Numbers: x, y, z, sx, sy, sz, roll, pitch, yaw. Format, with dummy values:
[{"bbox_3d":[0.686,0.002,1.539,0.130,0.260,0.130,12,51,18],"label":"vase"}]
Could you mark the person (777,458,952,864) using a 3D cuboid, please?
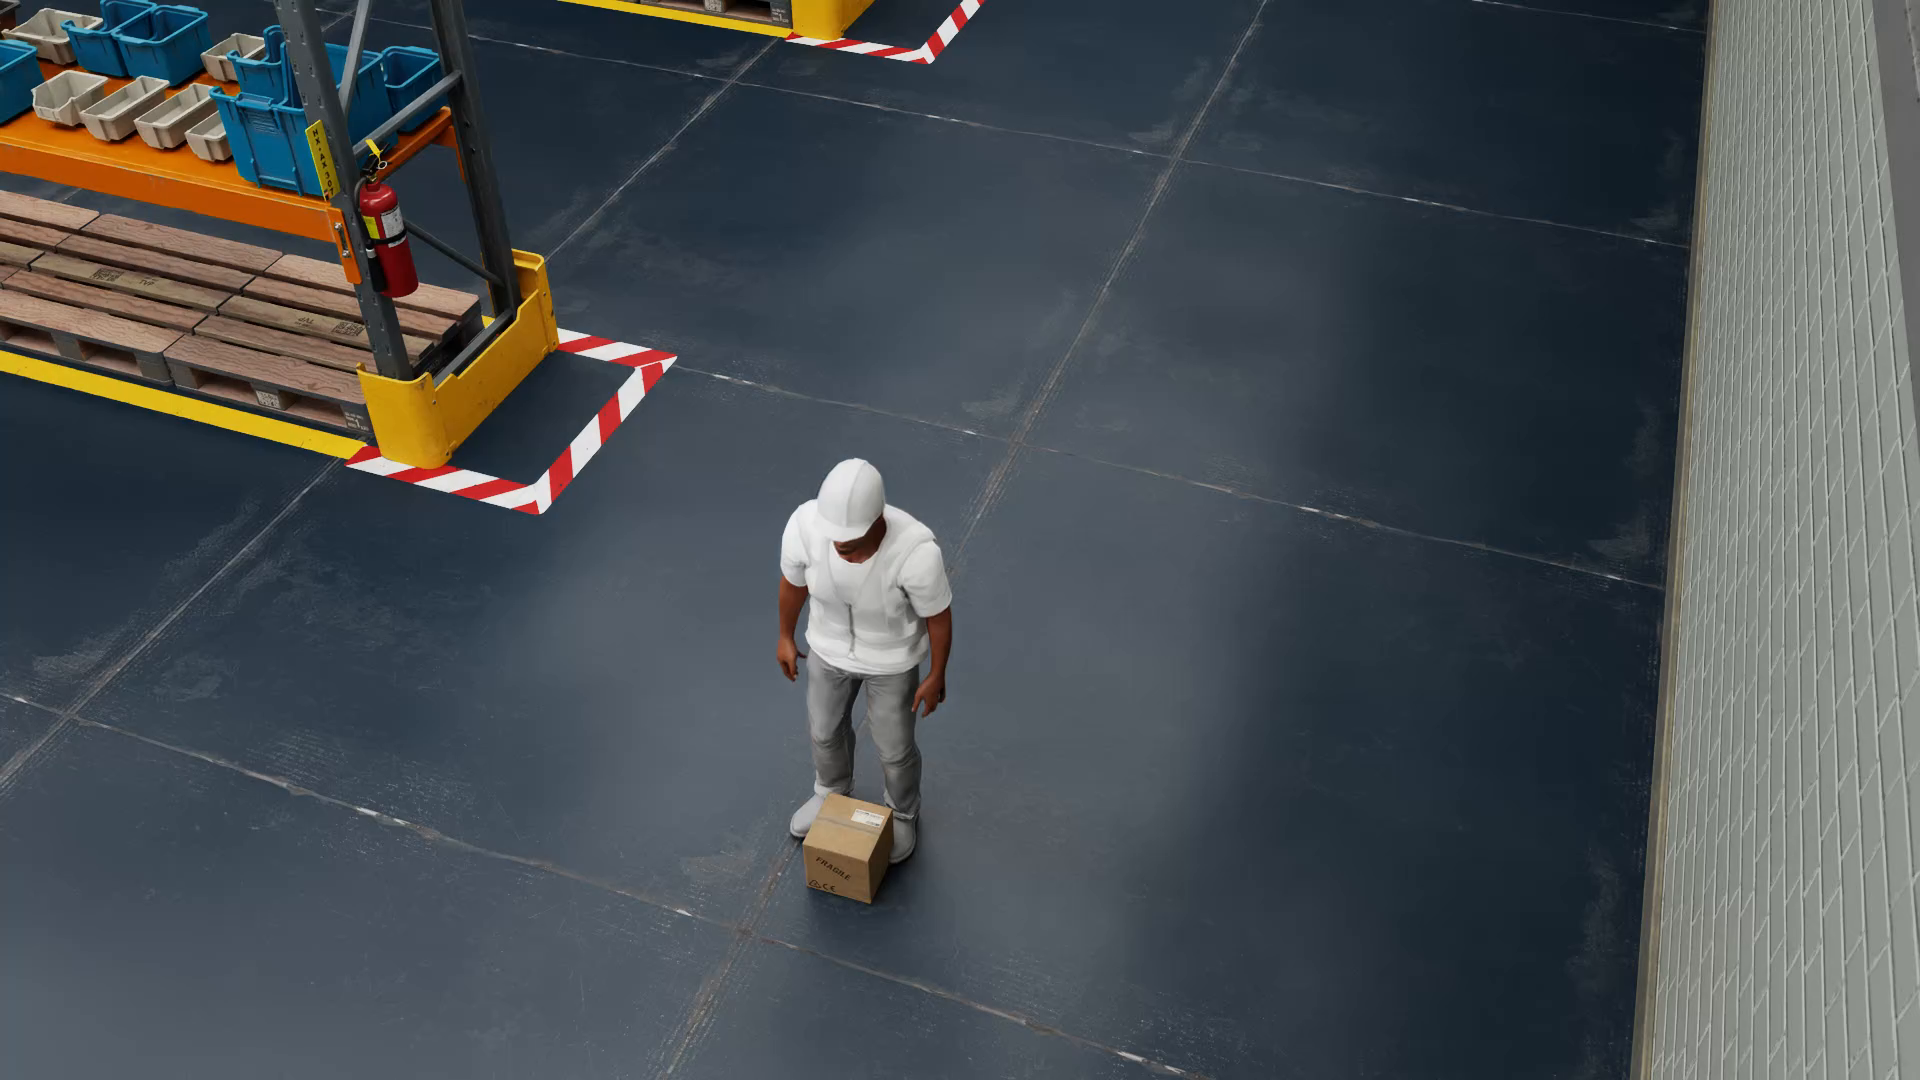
[{"bbox_3d":[-0.337,0.399,5.690,0.625,1.760,0.459,13,43,14],"label":"person"}]
